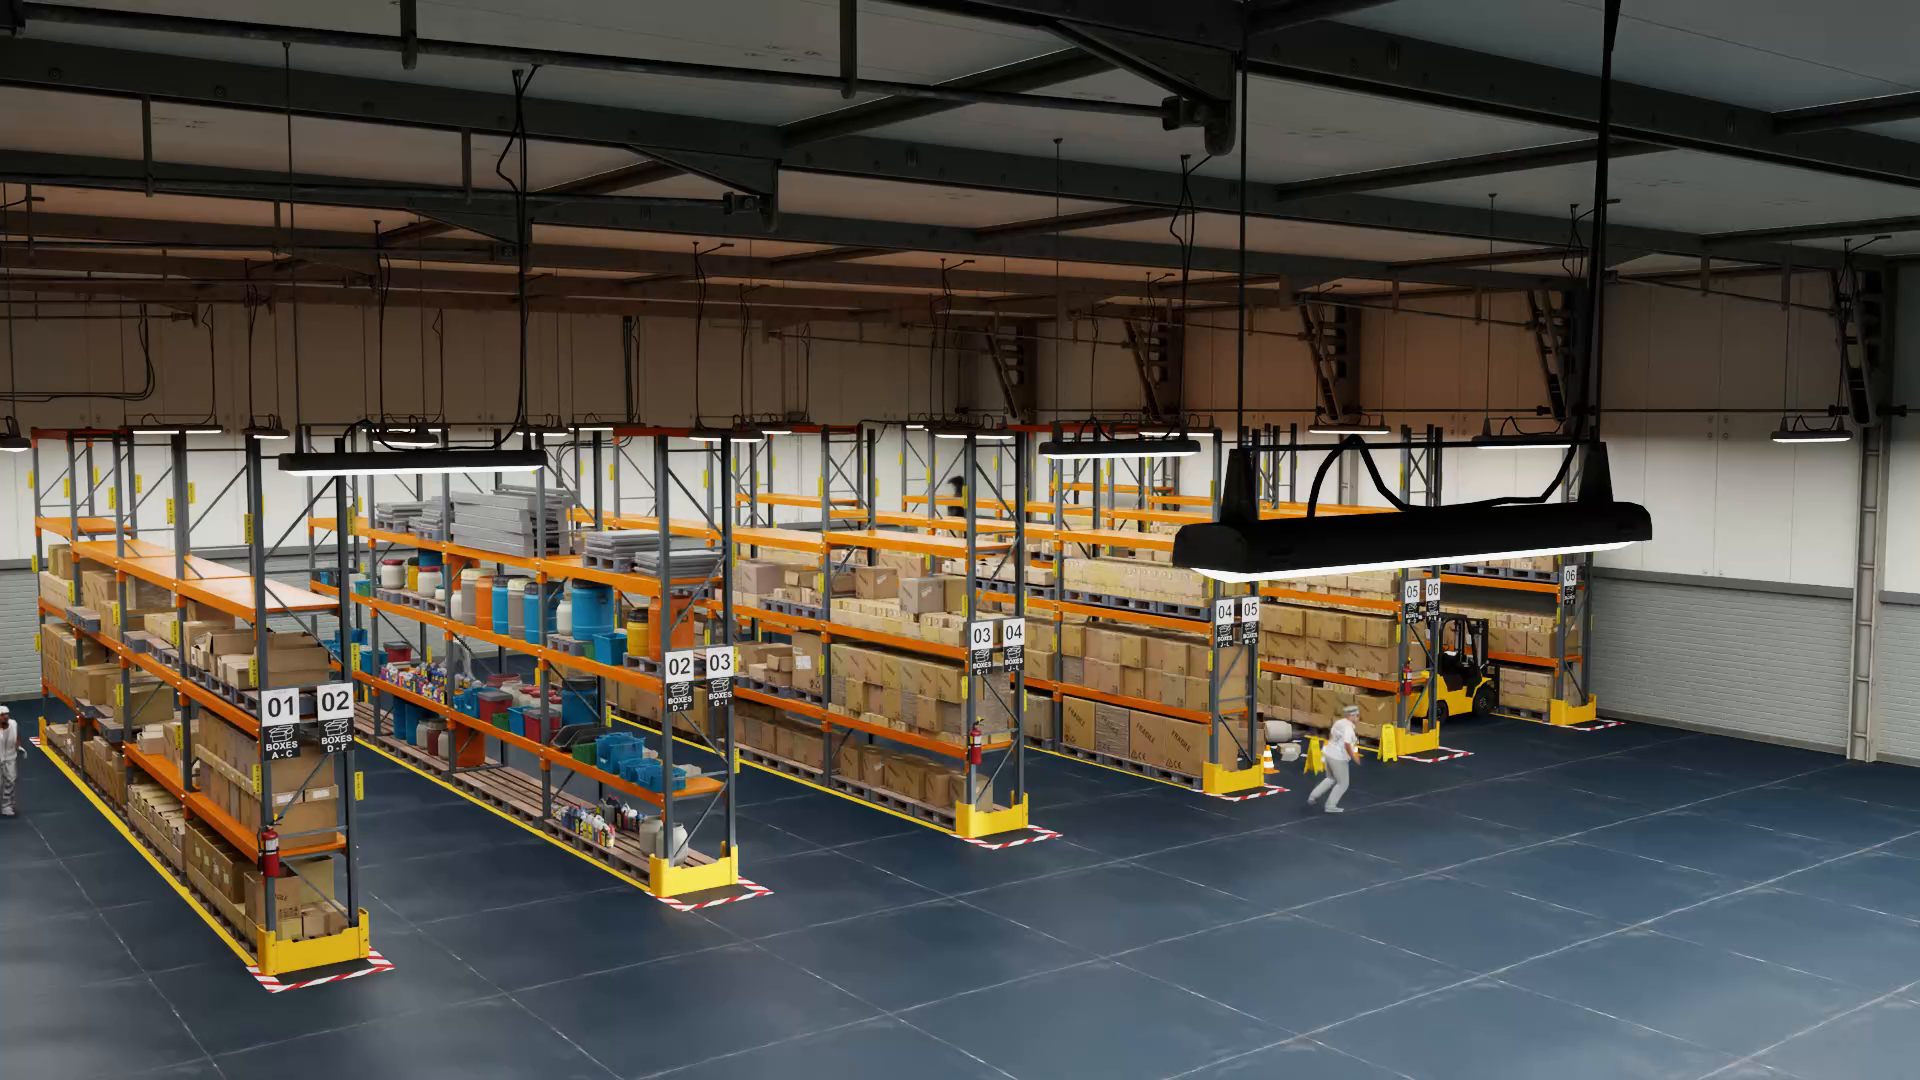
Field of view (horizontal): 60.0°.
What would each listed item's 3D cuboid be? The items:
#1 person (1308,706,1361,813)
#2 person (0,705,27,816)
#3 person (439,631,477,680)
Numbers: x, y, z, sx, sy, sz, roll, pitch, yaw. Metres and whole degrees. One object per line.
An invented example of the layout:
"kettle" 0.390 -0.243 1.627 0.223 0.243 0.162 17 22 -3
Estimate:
"person" 5.882 3.439 26.130 0.762 1.690 0.650 -1 5 -11
"person" -15.045 3.427 26.026 0.807 1.733 0.683 4 6 41
"person" -11.783 2.403 38.843 0.961 1.775 0.630 0 4 -1
